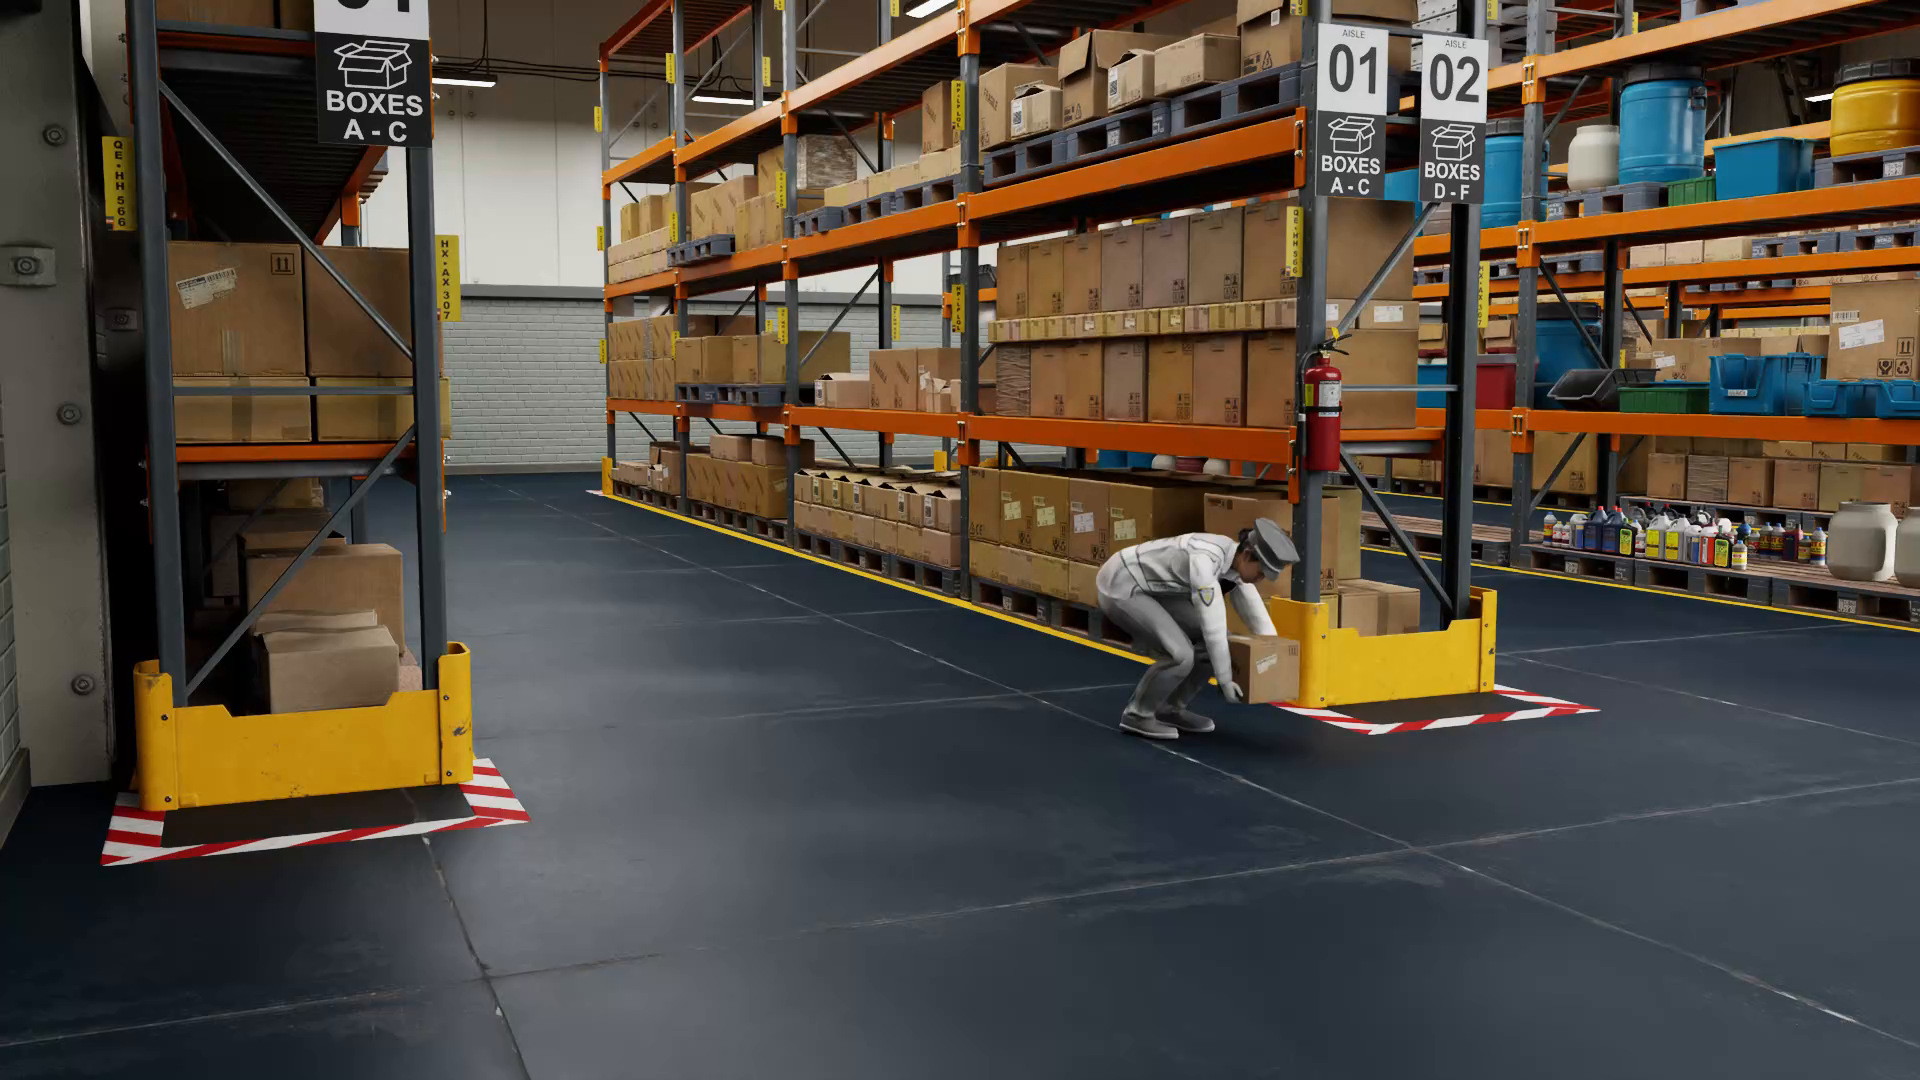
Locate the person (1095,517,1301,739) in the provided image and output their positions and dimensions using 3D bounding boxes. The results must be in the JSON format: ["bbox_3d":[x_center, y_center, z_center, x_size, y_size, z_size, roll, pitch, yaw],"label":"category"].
[{"bbox_3d":[1.027,0.376,7.230,0.908,0.974,0.454,4,7,34],"label":"person"}]
